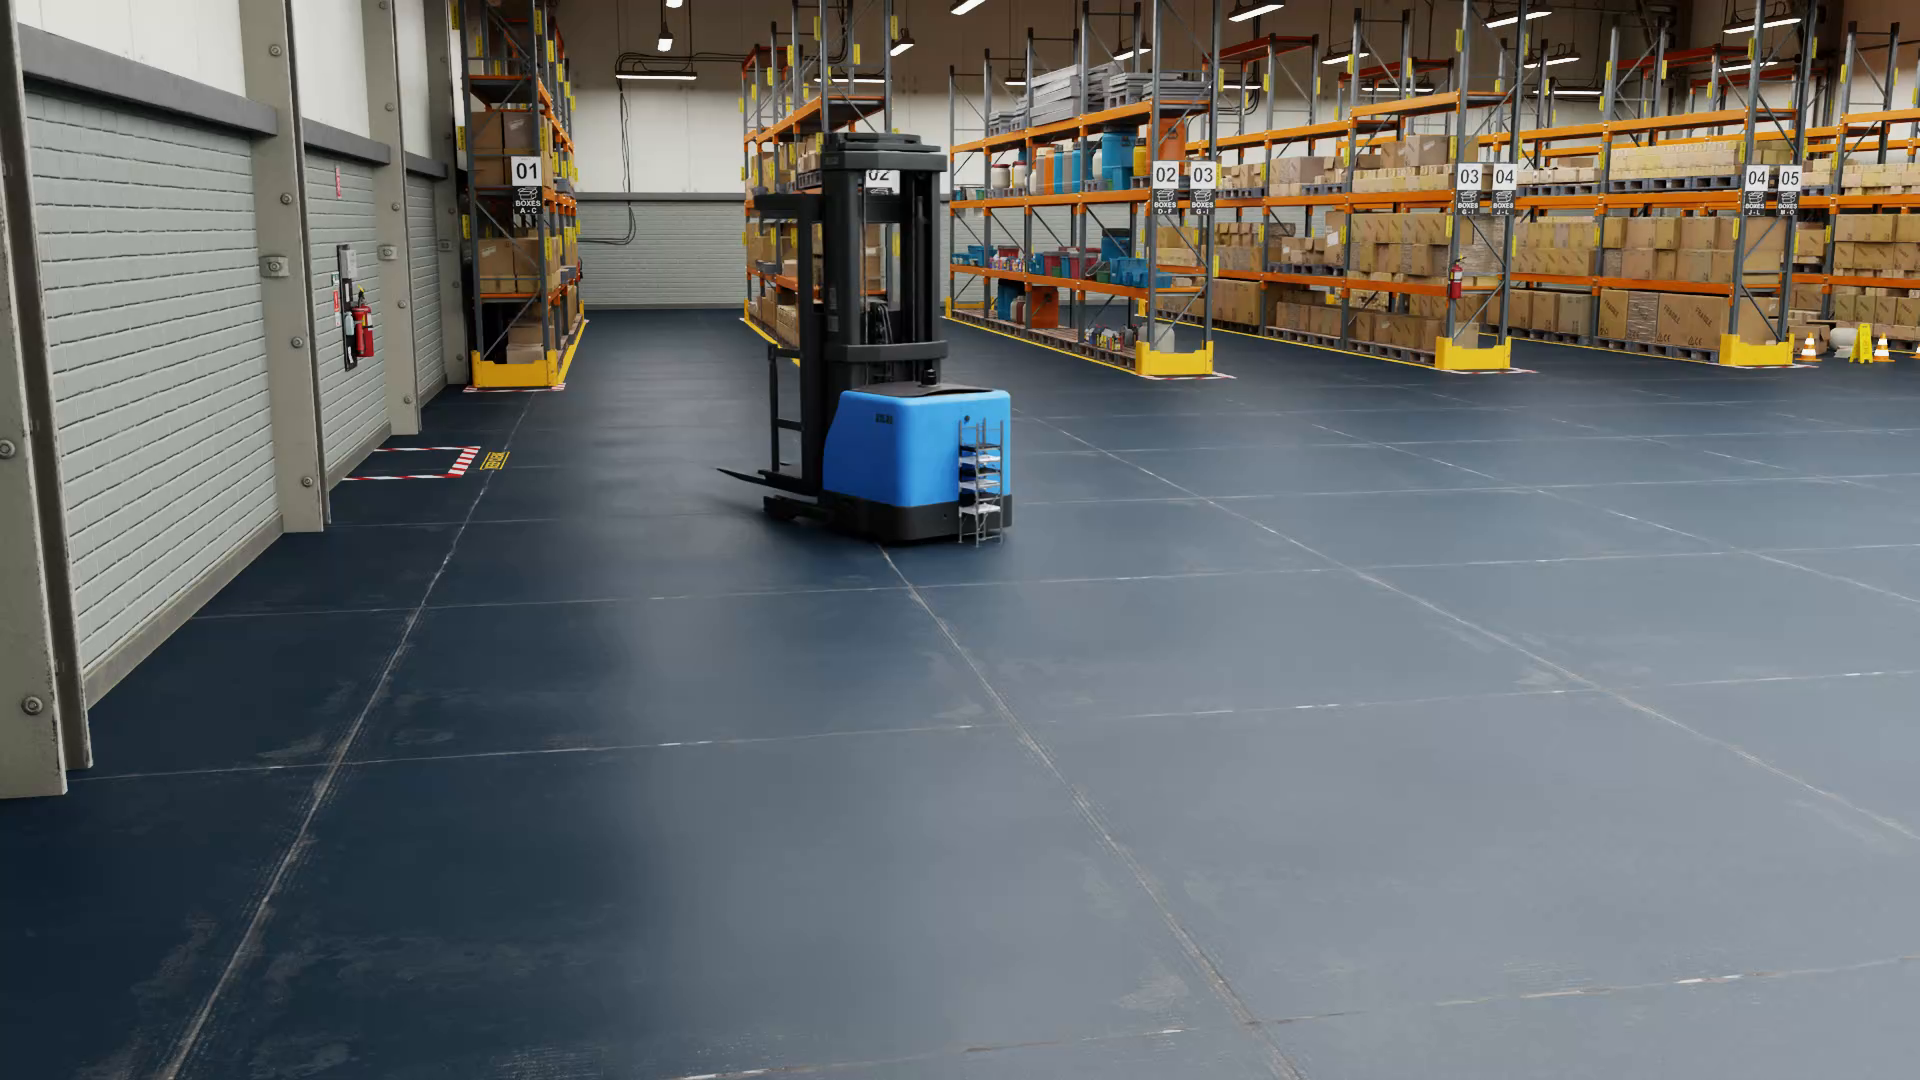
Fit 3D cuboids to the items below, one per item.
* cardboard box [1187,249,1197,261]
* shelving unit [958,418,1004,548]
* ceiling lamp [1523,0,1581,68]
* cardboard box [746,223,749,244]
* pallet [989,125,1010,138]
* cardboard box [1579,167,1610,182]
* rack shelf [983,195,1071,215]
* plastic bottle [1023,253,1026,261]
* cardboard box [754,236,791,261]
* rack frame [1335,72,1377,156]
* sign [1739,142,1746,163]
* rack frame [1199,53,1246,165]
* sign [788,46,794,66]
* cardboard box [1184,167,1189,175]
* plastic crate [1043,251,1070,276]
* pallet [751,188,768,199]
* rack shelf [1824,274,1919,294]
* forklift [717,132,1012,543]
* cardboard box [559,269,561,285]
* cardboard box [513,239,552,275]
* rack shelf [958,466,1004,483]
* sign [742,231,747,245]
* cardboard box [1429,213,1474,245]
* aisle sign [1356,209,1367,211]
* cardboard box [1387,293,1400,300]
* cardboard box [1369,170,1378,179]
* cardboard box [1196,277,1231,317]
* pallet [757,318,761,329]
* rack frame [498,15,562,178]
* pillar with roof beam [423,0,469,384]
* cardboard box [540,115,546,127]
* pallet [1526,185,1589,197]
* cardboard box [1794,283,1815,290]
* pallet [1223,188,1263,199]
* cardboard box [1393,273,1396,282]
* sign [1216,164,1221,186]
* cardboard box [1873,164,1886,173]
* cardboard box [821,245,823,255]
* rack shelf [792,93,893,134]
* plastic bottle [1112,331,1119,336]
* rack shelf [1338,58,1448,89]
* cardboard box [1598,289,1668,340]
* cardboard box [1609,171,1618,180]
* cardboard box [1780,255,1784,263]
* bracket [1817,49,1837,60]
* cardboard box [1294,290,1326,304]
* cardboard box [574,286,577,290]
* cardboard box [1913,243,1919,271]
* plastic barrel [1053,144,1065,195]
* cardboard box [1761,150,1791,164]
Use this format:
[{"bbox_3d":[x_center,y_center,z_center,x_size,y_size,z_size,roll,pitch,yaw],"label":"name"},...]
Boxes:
[{"bbox_3d":[5.548,-6.559,38.239,0.500,0.250,0.500,-2,11,-12],"label":"cardboard box"},{"bbox_3d":[0.150,-0.413,11.962,0.258,0.900,0.210,-8,13,-36],"label":"shelving unit"},{"bbox_3d":[13.632,-12.357,37.442,0.800,3.185,2.000,-2,11,-11],"label":"ceiling lamp"},{"bbox_3d":[-4.776,-7.238,39.262,0.500,0.500,0.500,-2,11,-9],"label":"cardboard box"},{"bbox_3d":[1.224,-8.742,35.633,1.003,0.211,1.213,-2,11,-11],"label":"pallet"},{"bbox_3d":[12.038,-6.888,31.354,0.500,0.250,0.500,-2,11,-10],"label":"cardboard box"},{"bbox_3d":[1.422,-6.988,34.790,1.077,0.370,4.000,-2,11,-11],"label":"rack shelf"},{"bbox_3d":[1.428,-6.015,35.906,0.144,0.351,0.185,-2,11,-11],"label":"plastic bottle"},{"bbox_3d":[-3.953,-6.216,35.440,0.700,0.500,0.500,-6,12,-30],"label":"cardboard box"},{"bbox_3d":[9.999,-10.257,42.021,1.000,3.000,0.127,-2,11,-11],"label":"rack frame"},{"bbox_3d":[12.576,-6.228,26.718,0.100,0.325,0.005,-2,11,-11],"label":"sign"},{"bbox_3d":[5.892,-9.362,37.316,1.000,3.000,0.127,-2,11,-11],"label":"rack frame"},{"bbox_3d":[-2.800,-8.011,27.508,0.100,0.325,0.005,-2,11,-11],"label":"sign"},{"bbox_3d":[5.580,-8.433,38.800,0.700,0.500,0.500,-2,11,-8],"label":"cardboard box"},{"bbox_3d":[1.825,-5.225,31.455,0.402,0.464,0.583,-2,11,-11],"label":"plastic crate"},{"bbox_3d":[-3.768,-7.314,35.083,1.213,0.211,1.003,-2,11,-11],"label":"pallet"},{"bbox_3d":[17.557,-4.588,30.202,1.077,0.370,4.000,-2,11,-11],"label":"rack shelf"},{"bbox_3d":[-0.900,-1.644,12.995,1.130,2.935,3.031,-8,13,-36],"label":"forklift"},{"bbox_3d":[-6.739,-4.267,26.943,0.500,0.250,0.500,-2,11,-11],"label":"cardboard box"},{"bbox_3d":[-6.149,-4.077,23.934,0.500,0.500,0.500,-2,11,-11],"label":"cardboard box"},{"bbox_3d":[0.150,-0.469,11.951,0.258,0.077,0.200,-8,13,-36],"label":"rack shelf"},{"bbox_3d":[-5.136,-7.194,39.658,0.100,0.325,0.005,-2,11,-11],"label":"sign"},{"bbox_3d":[7.876,-4.992,26.666,0.500,0.500,0.500,-2,11,-11],"label":"cardboard box"},{"bbox_3d":[10.279,-8.612,42.466,0.394,0.787,0.004,-2,11,-11],"label":"aisle sign"},{"bbox_3d":[10.363,-5.776,39.431,0.380,0.149,0.250,-2,11,-10],"label":"cardboard box"},{"bbox_3d":[7.359,-6.375,28.982,0.380,0.149,0.250,-2,11,-11],"label":"cardboard box"},{"bbox_3d":[6.036,-5.461,37.424,1.225,0.875,0.875,-2,11,-11],"label":"cardboard box"},{"bbox_3d":[-3.959,-4.811,36.911,1.003,0.211,1.213,-2,11,-11],"label":"pallet"},{"bbox_3d":[-7.907,-8.088,30.622,1.000,3.000,0.127,-2,11,-11],"label":"rack frame"},{"bbox_3d":[-3.112,-6.874,24.245,9.100,9.000,0.400,-2,11,-11],"label":"pillar with roof beam"},{"bbox_3d":[-6.235,-5.871,24.000,0.500,0.500,0.500,-2,11,-12],"label":"cardboard box"},{"bbox_3d":[11.952,-6.903,32.923,1.003,0.211,1.213,-2,11,-8],"label":"pallet"},{"bbox_3d":[20.419,-6.130,40.208,0.380,0.149,0.250,-2,11,-13],"label":"cardboard box"},{"bbox_3d":[6.272,-7.383,35.447,1.003,0.211,1.213,-2,11,-8],"label":"pallet"},{"bbox_3d":[7.592,-4.455,28.252,0.380,0.149,0.250,-2,11,-11],"label":"cardboard box"},{"bbox_3d":[3.908,-5.531,25.187,0.100,0.325,0.005,-2,11,-11],"label":"sign"},{"bbox_3d":[17.056,-6.836,30.605,0.380,0.149,0.250,-2,11,-11],"label":"cardboard box"},{"bbox_3d":[-1.954,-4.474,25.681,0.380,0.149,0.250,-2,11,-9],"label":"cardboard box"},{"bbox_3d":[-1.881,-6.618,25.896,1.077,0.370,4.000,-2,11,-11],"label":"rack shelf"},{"bbox_3d":[2.599,-3.380,28.039,0.152,0.276,0.135,-2,11,-11],"label":"plastic bottle"},{"bbox_3d":[10.388,-11.170,39.850,1.077,0.370,4.000,-2,11,-11],"label":"rack shelf"},{"bbox_3d":[12.386,-4.154,30.558,0.875,0.875,0.875,-2,11,-10],"label":"cardboard box"},{"bbox_3d":[12.070,-6.636,30.297,0.380,0.149,0.250,-2,11,-12],"label":"cardboard box"},{"bbox_3d":[16.625,-5.617,33.233,0.380,0.149,0.250,-2,11,-11],"label":"cardboard box"},{"bbox_3d":[20.962,-11.743,40.200,0.235,0.232,0.430,-2,11,-11],"label":"bracket"},{"bbox_3d":[6.943,-4.819,32.996,0.500,0.250,0.500,-1,11,-5],"label":"cardboard box"},{"bbox_3d":[-9.025,-5.763,38.282,0.380,0.149,0.250,-2,11,-12],"label":"cardboard box"},{"bbox_3d":[17.384,-5.043,29.607,0.500,0.500,0.500,-2,11,-11],"label":"cardboard box"},{"bbox_3d":[2.023,-6.813,30.604,0.600,0.901,0.708,-2,11,-11],"label":"plastic barrel"},{"bbox_3d":[13.268,-6.275,27.335,0.500,0.250,0.500,-2,11,-11],"label":"cardboard box"}]
